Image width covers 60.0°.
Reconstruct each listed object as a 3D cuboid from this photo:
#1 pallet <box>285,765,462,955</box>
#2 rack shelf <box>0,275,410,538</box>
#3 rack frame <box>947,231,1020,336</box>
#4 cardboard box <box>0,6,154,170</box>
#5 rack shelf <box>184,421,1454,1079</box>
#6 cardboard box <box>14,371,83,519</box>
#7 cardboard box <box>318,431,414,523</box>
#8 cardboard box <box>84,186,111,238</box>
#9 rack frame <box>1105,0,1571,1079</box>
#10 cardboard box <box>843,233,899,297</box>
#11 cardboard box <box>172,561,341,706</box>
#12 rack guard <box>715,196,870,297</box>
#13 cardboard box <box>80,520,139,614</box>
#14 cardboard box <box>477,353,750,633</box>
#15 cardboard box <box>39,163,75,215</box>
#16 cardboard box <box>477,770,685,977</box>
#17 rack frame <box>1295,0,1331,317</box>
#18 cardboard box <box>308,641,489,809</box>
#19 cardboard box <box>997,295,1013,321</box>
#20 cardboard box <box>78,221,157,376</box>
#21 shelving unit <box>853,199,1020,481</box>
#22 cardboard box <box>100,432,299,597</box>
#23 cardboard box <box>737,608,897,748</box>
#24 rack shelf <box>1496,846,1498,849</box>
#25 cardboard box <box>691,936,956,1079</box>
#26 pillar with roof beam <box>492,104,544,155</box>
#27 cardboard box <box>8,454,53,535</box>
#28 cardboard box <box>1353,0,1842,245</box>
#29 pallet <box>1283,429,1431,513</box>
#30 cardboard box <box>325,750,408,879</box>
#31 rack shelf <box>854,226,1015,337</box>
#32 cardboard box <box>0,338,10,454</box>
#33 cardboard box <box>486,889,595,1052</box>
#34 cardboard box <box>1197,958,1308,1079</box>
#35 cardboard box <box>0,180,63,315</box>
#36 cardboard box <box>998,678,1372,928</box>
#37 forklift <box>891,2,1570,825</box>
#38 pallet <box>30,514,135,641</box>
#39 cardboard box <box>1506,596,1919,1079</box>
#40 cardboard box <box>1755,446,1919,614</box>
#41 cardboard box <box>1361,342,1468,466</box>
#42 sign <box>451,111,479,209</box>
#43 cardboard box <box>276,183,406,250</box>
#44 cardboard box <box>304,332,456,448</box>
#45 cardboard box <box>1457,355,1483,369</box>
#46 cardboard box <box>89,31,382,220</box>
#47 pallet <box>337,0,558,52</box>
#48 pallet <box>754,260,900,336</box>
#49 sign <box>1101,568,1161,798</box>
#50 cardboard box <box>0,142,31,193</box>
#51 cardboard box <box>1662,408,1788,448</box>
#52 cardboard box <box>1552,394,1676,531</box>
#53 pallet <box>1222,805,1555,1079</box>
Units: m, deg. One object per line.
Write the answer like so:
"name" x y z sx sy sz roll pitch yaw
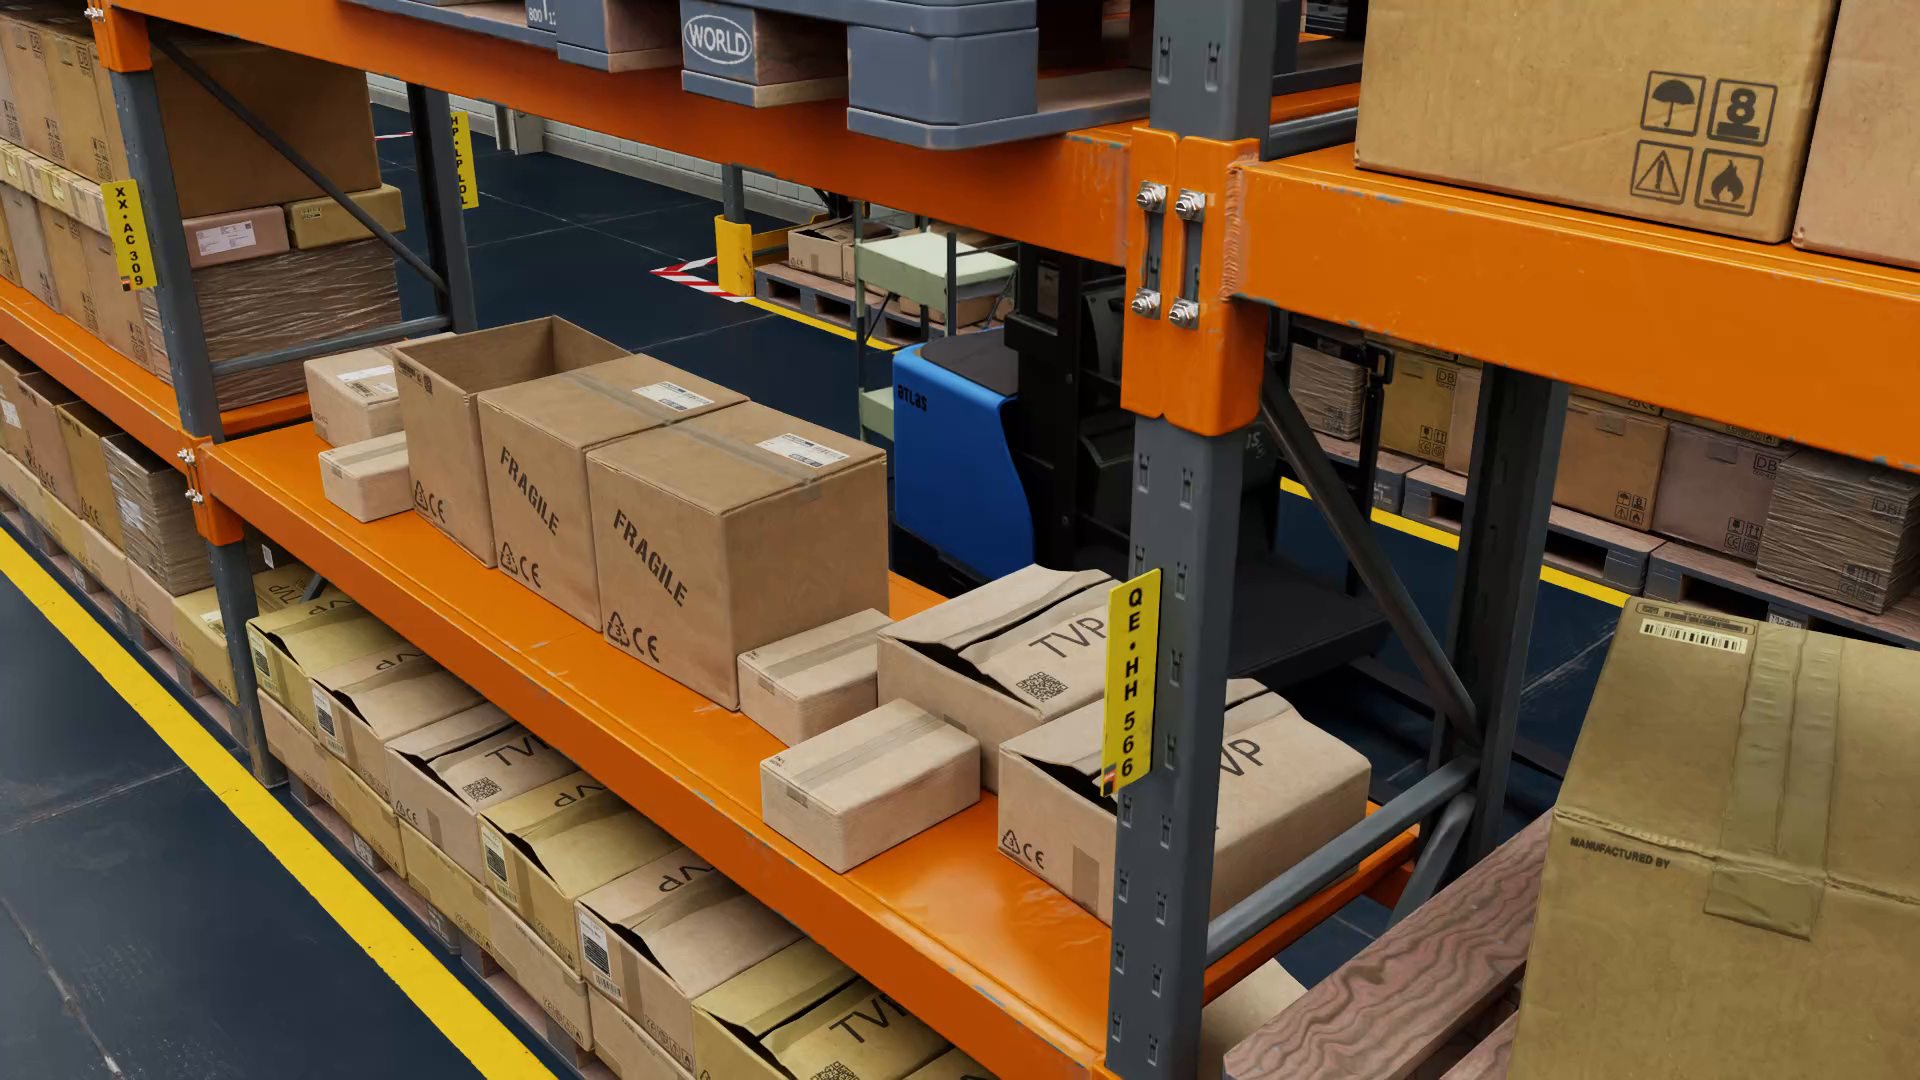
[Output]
"pallet" -1.563 0.838 5.659 1.003 0.211 1.213 -21 32 -38
"rack shelf" -3.462 -0.922 7.023 1.077 0.370 4.000 -21 32 -38
"rack frame" 0.113 -0.654 7.376 0.400 1.500 0.023 -17 29 -32
"cardboard box" -3.091 -1.716 6.214 0.700 0.500 0.500 -21 32 -38
"rack shelf" -0.728 0.290 4.367 1.077 0.370 4.000 -21 32 -38
"cardboard box" -3.602 -0.455 7.037 0.500 0.500 0.500 -21 32 -38
"cardboard box" -1.639 -0.202 4.882 0.380 0.149 0.250 -21 32 -38
"cardboard box" -2.786 -1.159 5.775 0.380 0.149 0.250 -22 33 -40
"rack frame" 0.641 0.568 2.891 0.949 2.616 0.053 -21 32 -38
"cardboard box" -0.419 -1.830 10.857 0.500 0.311 0.500 -18 30 -34
"cardboard box" -2.572 0.338 6.201 0.500 0.250 0.500 -21 32 -38
"rack guard" -1.164 -2.101 11.753 1.175 0.500 0.348 -21 32 -38
"cardboard box" -3.259 0.037 6.862 0.500 0.250 0.500 -21 32 -38
"cardboard box" -0.880 -0.140 4.322 0.500 0.500 0.500 -21 32 -38
"cardboard box" -3.132 -1.314 6.114 0.380 0.149 0.250 -21 32 -39
"cardboard box" -0.943 0.823 4.463 0.500 0.311 0.500 -20 31 -37
"rack frame" 1.518 -2.049 8.628 1.000 3.000 0.127 -21 32 -38
"cardboard box" -1.657 0.511 5.148 0.500 0.311 0.500 -22 32 -39
"cardboard box" 0.439 -1.443 10.203 0.250 0.149 0.380 21 32 38
"cardboard box" -2.769 -0.979 6.162 0.700 0.500 0.500 -22 32 -39
"shelving unit" -0.102 -0.777 7.645 0.431 1.500 0.755 -17 29 -32
"cardboard box" -2.905 -0.158 6.385 0.500 0.500 0.500 -21 32 -38
"cardboard box" -0.274 0.313 3.753 0.380 0.149 0.250 -18 30 -35
"rack shelf" 2.006 1.502 1.710 1.077 0.370 4.000 -21 32 -38
"cardboard box" -0.259 1.129 3.792 0.500 0.311 0.500 -22 32 -39
"pillar with roof beam" -7.350 -6.621 11.420 9.100 9.000 0.400 -21 32 -38
"cardboard box" -3.939 -0.267 7.529 0.500 0.250 0.500 -21 32 -38
"cardboard box" 0.961 -0.719 1.977 0.910 0.500 0.500 -21 32 -38
"pallet" 2.051 -0.545 8.691 1.003 0.211 1.213 -21 32 -38
"cardboard box" -1.652 0.765 5.267 0.500 0.250 0.500 -20 31 -37
"rack shelf" -0.102 -1.132 7.483 0.431 0.370 0.720 -17 29 -32
"cardboard box" -4.282 -0.760 7.704 0.500 0.500 0.500 -21 32 -38
"cardboard box" -0.949 1.075 4.586 0.500 0.250 0.500 -20 32 -38
"cardboard box" 0.495 1.132 3.787 0.500 0.311 0.500 -20 31 -37
"cardboard box" -3.460 -1.287 6.837 0.700 0.500 0.500 -20 31 -37
"cardboard box" 0.422 0.487 3.176 0.500 0.311 0.500 -19 31 -35
"forklift" 0.961 -0.766 5.898 1.130 2.935 3.031 -16 29 -32
"pallet" -3.447 0.003 7.489 1.003 0.211 1.213 -21 32 -38
"cardboard box" 1.151 0.491 2.433 0.500 0.500 0.700 12 27 25
"cardboard box" 3.722 -0.104 6.845 0.700 0.500 0.500 -21 32 -38
"cardboard box" 2.423 -0.752 8.265 0.700 0.500 0.500 -22 32 -39
"sign" -1.706 -1.291 5.665 0.100 0.325 0.005 -21 32 -38
"cardboard box" -2.138 -1.120 5.689 0.380 0.149 0.250 -21 32 -39
"cardboard box" -1.727 -0.438 5.277 0.500 0.250 0.500 -19 31 -35
"cardboard box" 2.695 -0.946 7.788 0.500 0.250 0.500 -22 33 -40
"cardboard box" -2.403 -1.411 5.546 0.700 0.500 0.500 -21 32 -38
"pallet" -0.657 -1.228 3.442 1.003 0.211 1.213 -19 31 -36
"pallet" -0.635 -1.713 11.252 1.003 0.211 1.213 -21 32 -38
"sign" 0.236 0.201 2.301 0.100 0.325 0.005 -21 32 -38
"cardboard box" -3.488 -1.470 6.456 0.380 0.149 0.250 -20 31 -37
"cardboard box" 3.378 -0.635 7.107 0.500 0.250 0.500 -20 32 -38
"cardboard box" 3.094 -0.435 7.572 0.700 0.500 0.500 -21 32 -39
"pallet" 1.153 0.842 2.522 1.213 0.211 1.003 -21 32 -38
